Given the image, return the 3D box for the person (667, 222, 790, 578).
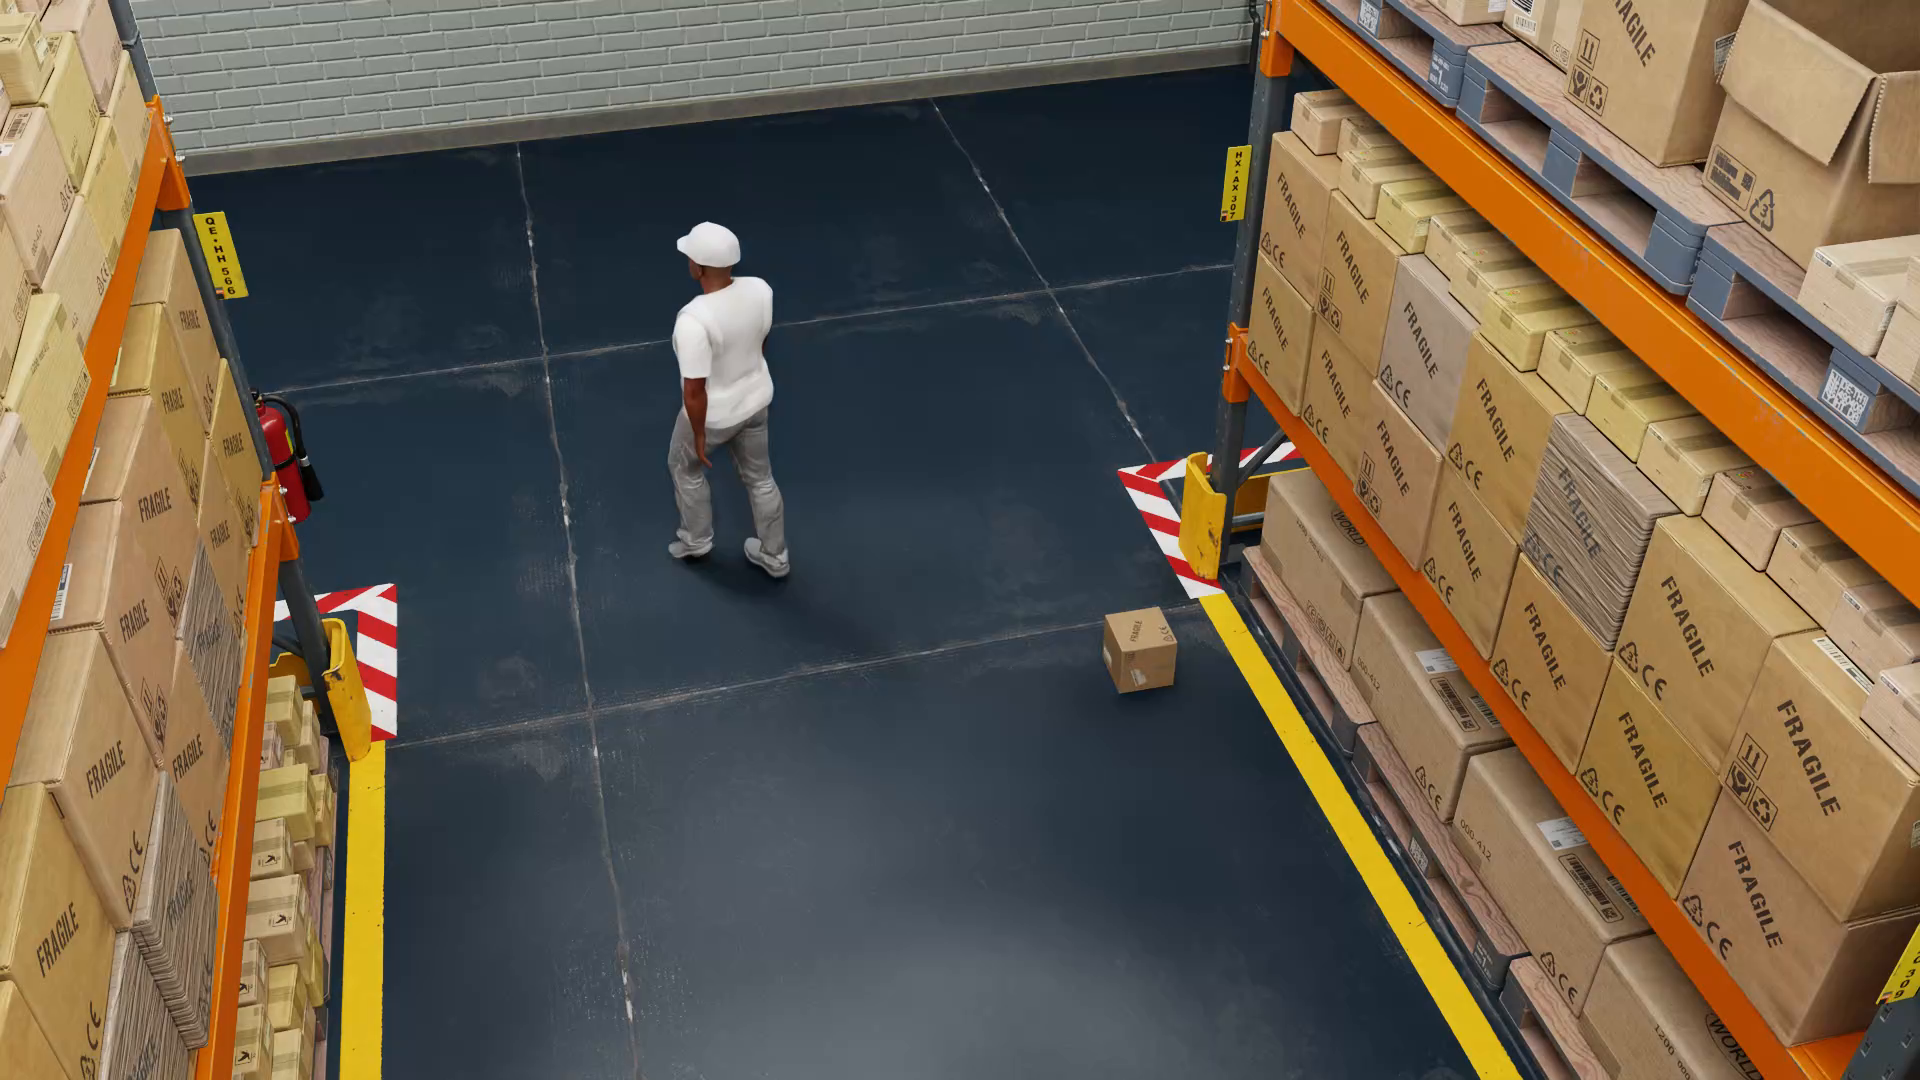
[{"bbox_3d":[-1.070,-0.600,7.482,0.666,1.820,0.583,29,47,32],"label":"person"}]
